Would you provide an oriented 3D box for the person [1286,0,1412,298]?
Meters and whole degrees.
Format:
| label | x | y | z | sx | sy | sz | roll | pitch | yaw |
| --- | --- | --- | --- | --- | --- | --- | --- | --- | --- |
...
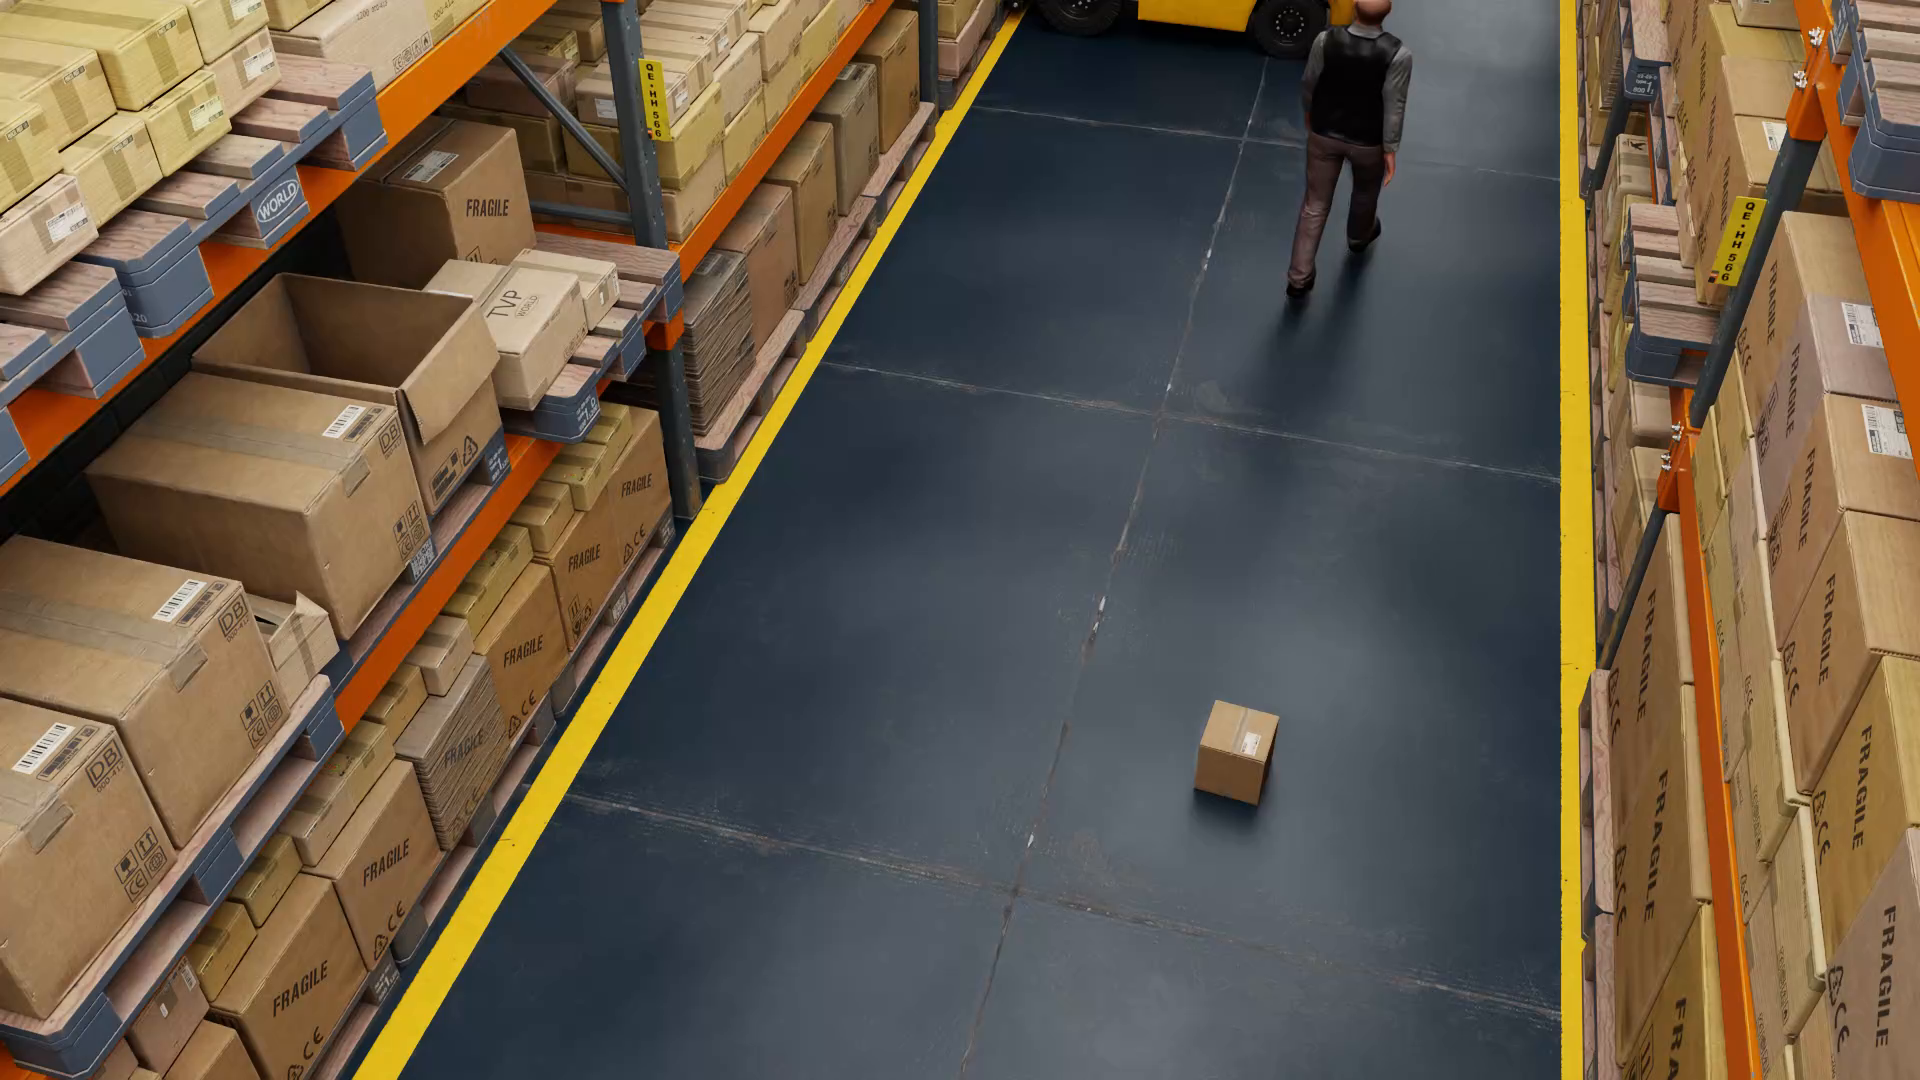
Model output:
| label | x | y | z | sx | sy | sz | roll | pitch | yaw |
| --- | --- | --- | --- | --- | --- | --- | --- | --- | --- |
| person | 2.040 | -2.146 | 8.678 | 0.565 | 1.677 | 1.001 | 15 | 43 | 17 |
